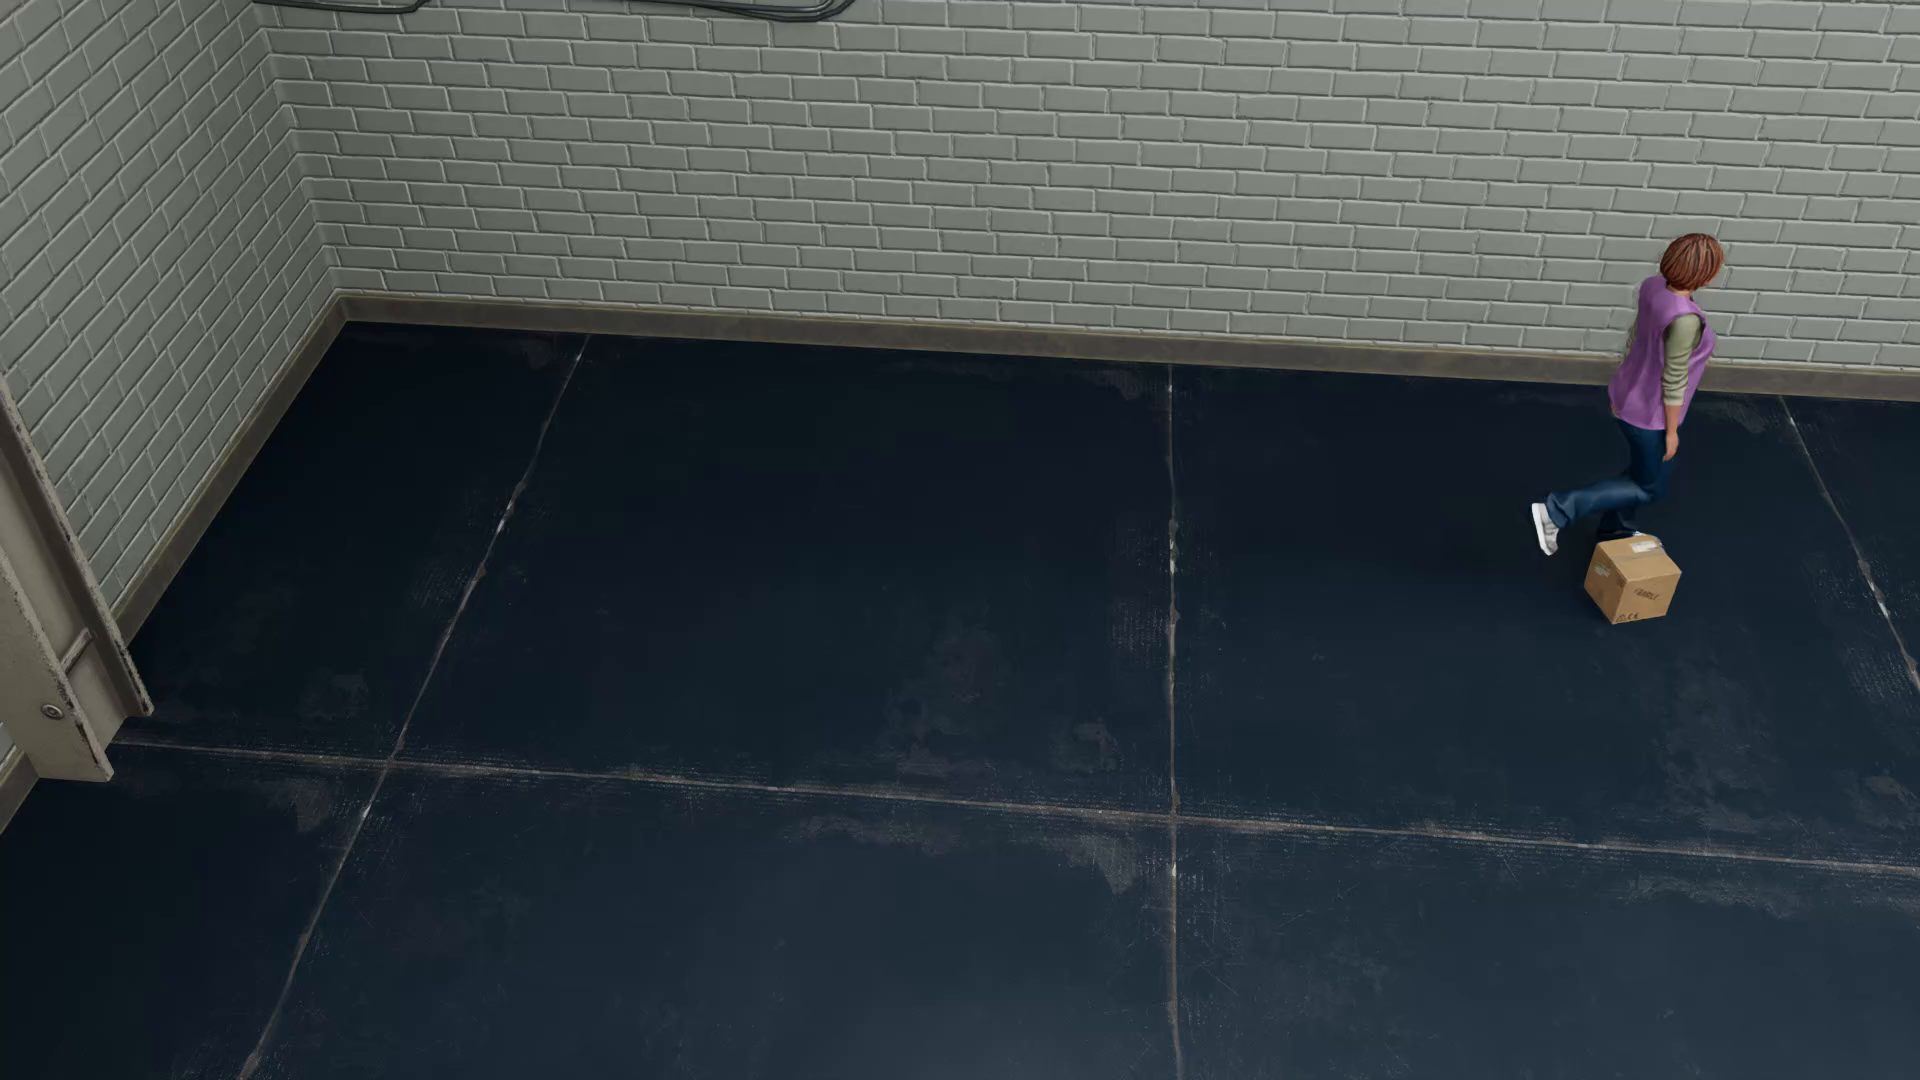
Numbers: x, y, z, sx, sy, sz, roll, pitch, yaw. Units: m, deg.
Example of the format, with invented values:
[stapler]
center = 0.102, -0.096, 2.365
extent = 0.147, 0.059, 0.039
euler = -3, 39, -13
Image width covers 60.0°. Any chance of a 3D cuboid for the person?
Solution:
[person]
center = 2.746, -0.541, 6.764
extent = 0.646, 1.581, 0.421
euler = 3, 41, 3
